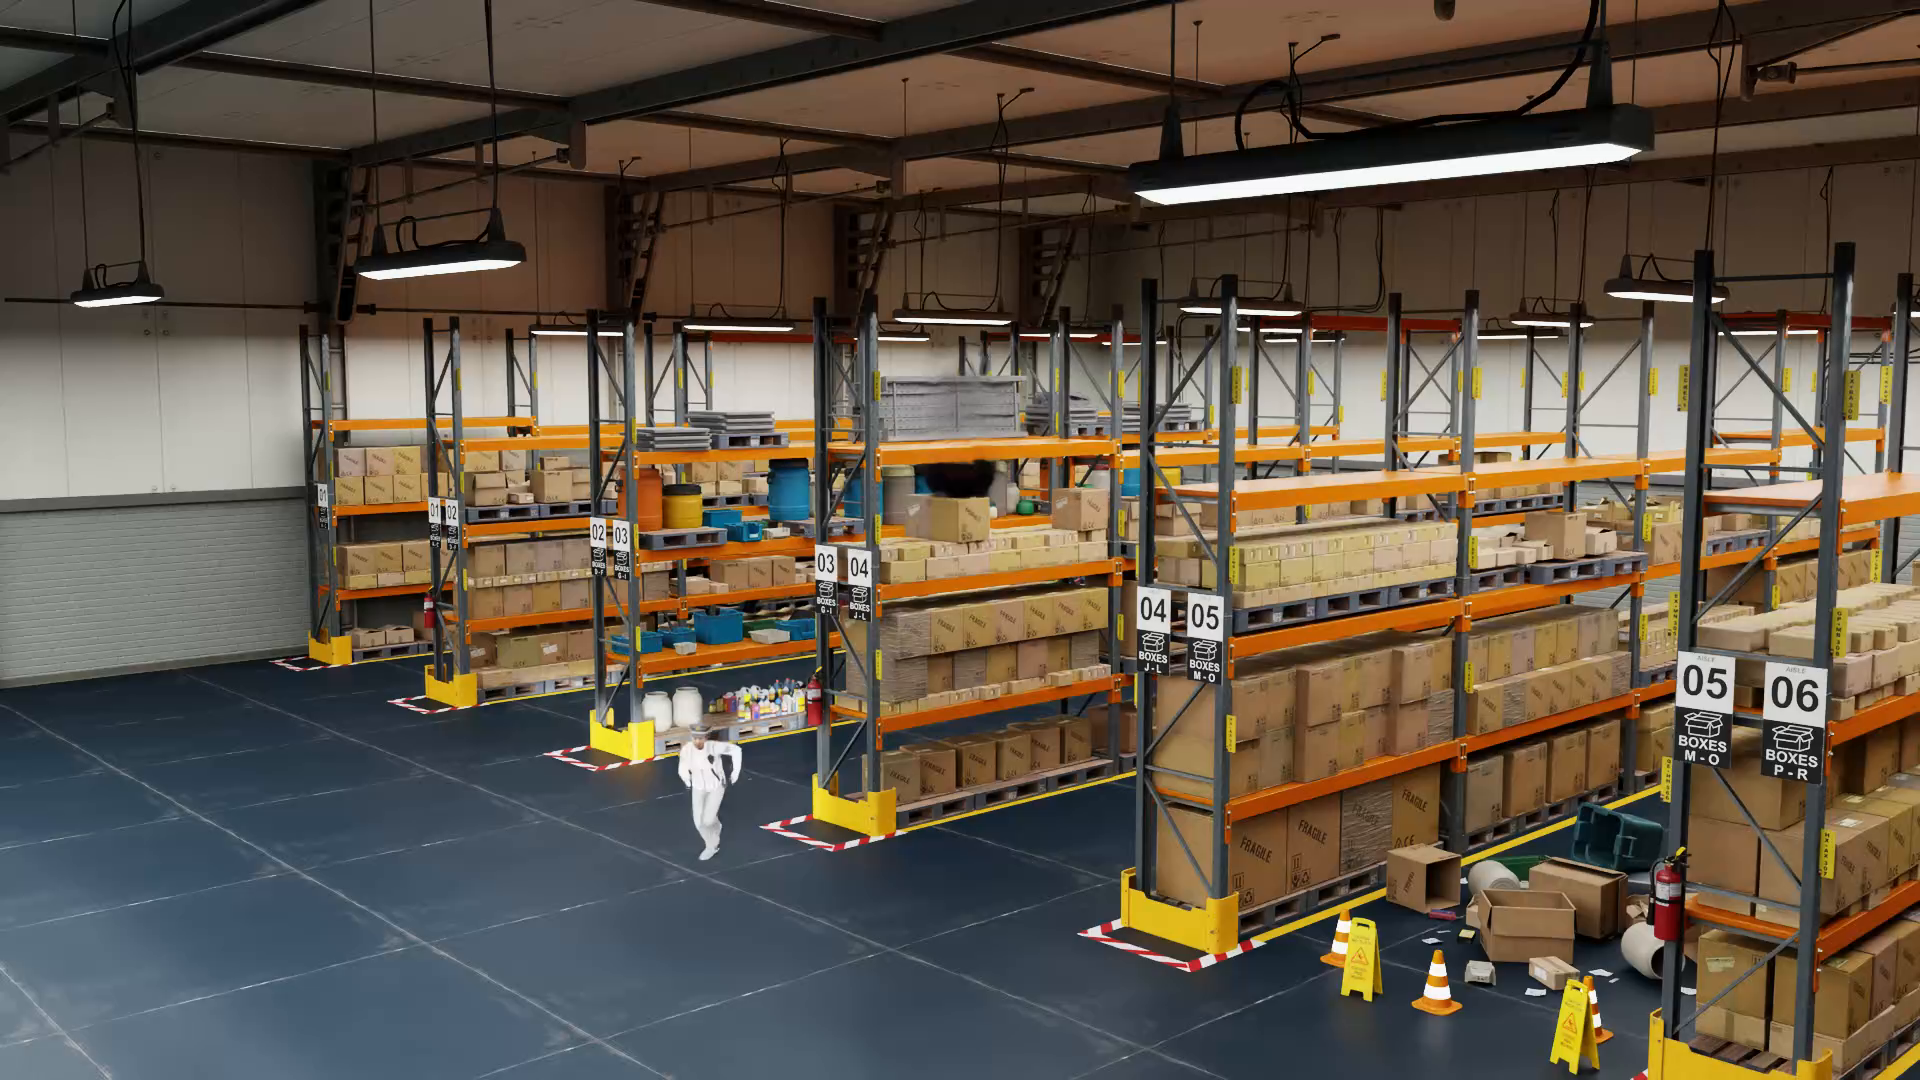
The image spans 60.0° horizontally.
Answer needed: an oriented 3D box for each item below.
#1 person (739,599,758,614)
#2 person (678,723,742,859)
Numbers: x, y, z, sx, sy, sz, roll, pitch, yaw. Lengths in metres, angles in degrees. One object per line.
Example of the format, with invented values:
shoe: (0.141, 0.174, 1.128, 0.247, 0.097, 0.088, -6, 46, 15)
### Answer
person: (-4.038, 1.138, 32.346, 0.525, 1.562, 0.680, 5, 8, 41)
person: (-2.627, 2.643, 17.455, 0.630, 1.548, 0.798, 1, 6, 8)
